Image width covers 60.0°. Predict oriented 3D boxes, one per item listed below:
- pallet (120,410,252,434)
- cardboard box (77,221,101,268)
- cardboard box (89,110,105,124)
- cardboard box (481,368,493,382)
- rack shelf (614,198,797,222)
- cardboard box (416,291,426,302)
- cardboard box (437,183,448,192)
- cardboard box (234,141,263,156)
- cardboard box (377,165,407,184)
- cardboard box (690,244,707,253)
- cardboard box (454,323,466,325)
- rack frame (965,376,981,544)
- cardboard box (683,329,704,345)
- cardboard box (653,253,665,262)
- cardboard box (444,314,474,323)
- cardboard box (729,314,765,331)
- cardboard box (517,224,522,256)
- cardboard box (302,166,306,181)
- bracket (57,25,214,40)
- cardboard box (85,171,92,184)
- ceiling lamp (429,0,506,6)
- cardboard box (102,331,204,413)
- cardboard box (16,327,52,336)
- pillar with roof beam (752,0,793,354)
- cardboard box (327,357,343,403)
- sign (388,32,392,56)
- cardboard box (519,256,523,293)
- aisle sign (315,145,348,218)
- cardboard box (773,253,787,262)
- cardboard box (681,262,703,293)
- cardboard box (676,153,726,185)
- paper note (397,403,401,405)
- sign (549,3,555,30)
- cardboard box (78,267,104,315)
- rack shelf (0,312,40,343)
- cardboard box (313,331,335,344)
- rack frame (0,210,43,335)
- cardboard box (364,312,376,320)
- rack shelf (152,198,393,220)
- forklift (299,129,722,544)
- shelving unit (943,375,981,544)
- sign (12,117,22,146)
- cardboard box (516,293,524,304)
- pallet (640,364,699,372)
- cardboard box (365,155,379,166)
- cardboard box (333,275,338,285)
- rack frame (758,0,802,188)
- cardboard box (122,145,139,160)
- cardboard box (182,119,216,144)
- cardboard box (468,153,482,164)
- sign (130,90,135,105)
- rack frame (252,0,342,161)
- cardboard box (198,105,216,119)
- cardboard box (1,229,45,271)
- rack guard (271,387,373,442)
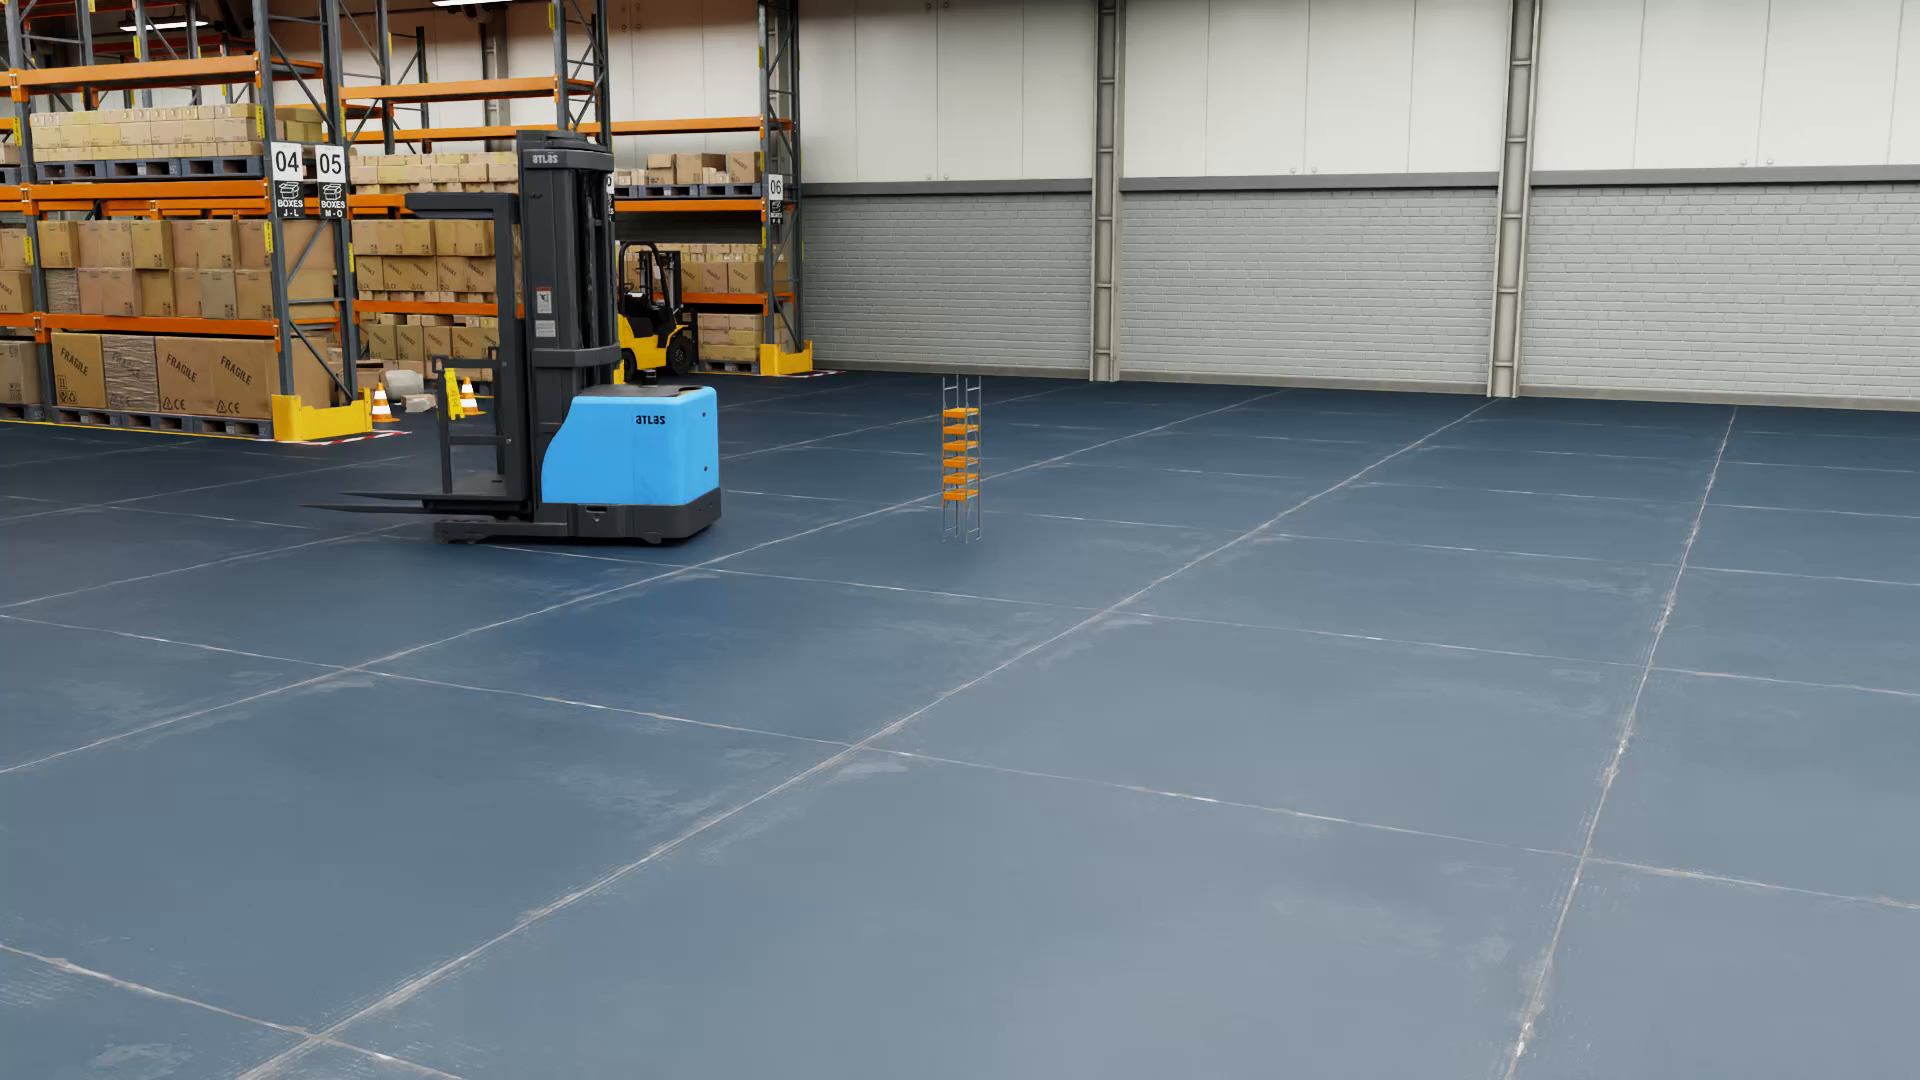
[{"bbox_3d":[-9.024,-1.431,19.546,1.213,0.211,1.003,5,11,26],"label":"pallet"},{"bbox_3d":[-9.910,-3.518,19.790,0.550,0.550,0.875,5,11,26],"label":"cardboard box"},{"bbox_3d":[-9.679,-4.809,18.965,0.250,0.149,0.380,5,11,26],"label":"cardboard box"},{"bbox_3d":[-6.388,-2.372,23.453,0.500,0.250,0.500,5,11,26],"label":"cardboard box"},{"bbox_3d":[-4.684,-5.528,27.948,4.000,0.370,1.077,5,11,26],"label":"rack shelf"},{"bbox_3d":[-7.569,-3.502,23.862,0.250,0.149,0.380,5,11,26],"label":"cardboard box"},{"bbox_3d":[-7.114,-4.937,23.370,0.250,0.149,0.380,5,11,26],"label":"cardboard box"},{"bbox_3d":[-7.631,-4.237,18.041,0.250,0.149,0.380,5,11,26],"label":"cardboard box"},{"bbox_3d":[-7.930,-5.201,23.710,0.500,0.250,0.500,5,11,25],"label":"cardboard box"},{"bbox_3d":[-4.259,-4.823,27.516,0.250,0.149,0.380,5,12,27],"label":"cardboard box"},{"bbox_3d":[-7.106,-2.909,24.319,0.500,0.500,0.500,6,12,29],"label":"cardboard box"},{"bbox_3d":[0.095,-0.582,12.077,0.006,1.200,0.240,5,11,26],"label":"rack frame"},{"bbox_3d":[-4.382,-3.415,27.813,0.500,0.250,0.500,5,11,25],"label":"cardboard box"},{"bbox_3d":[-4.930,-4.740,27.893,0.250,0.149,0.380,5,11,25],"label":"cardboard box"},{"bbox_3d":[-8.922,-3.815,30.376,0.625,0.625,0.875,5,12,28],"label":"cardboard box"},{"bbox_3d":[-3.441,-3.580,27.324,0.500,0.250,0.500,5,12,28],"label":"cardboard box"},{"bbox_3d":[-5.638,-4.148,22.804,0.500,0.500,0.700,5,11,24],"label":"cardboard box"},{"bbox_3d":[-9.710,-5.443,24.700,0.500,0.250,0.500,5,11,27],"label":"cardboard box"},{"bbox_3d":[-16.717,-10.295,33.738,4.783,0.066,0.076,5,11,26],"label":"bracket"},{"bbox_3d":[-13.647,-5.755,26.380,0.258,0.266,0.396,5,11,24],"label":"cardboard box"},{"bbox_3d":[-7.326,-10.026,25.968,2.000,3.185,0.800,5,11,26],"label":"ceiling lamp"},{"bbox_3d":[-9.427,-2.002,19.655,0.875,0.875,0.875,5,11,26],"label":"cardboard box"},{"bbox_3d":[-15.253,-3.526,28.075,0.875,0.875,0.875,5,12,28],"label":"cardboard box"},{"bbox_3d":[-5.021,-6.711,24.045,0.548,9.000,9.100,5,11,26],"label":"pillar with roof beam"},{"bbox_3d":[-8.621,-2.100,22.039,0.503,0.637,0.797,5,11,26],"label":"cardboard box"},{"bbox_3d":[-8.414,-7.306,24.486,0.005,0.325,0.100,5,11,26],"label":"sign"},{"bbox_3d":[-5.692,-3.649,22.856,0.500,0.500,0.500,5,11,25],"label":"cardboard box"},{"bbox_3d":[-6.986,-3.978,18.488,0.004,0.787,0.394,5,11,26],"label":"aisle sign"},{"bbox_3d":[-3.080,-4.685,27.590,0.250,0.149,0.380,5,11,24],"label":"cardboard box"},{"bbox_3d":[-4.369,-4.377,27.711,0.500,0.500,0.500,5,11,25],"label":"cardboard box"},{"bbox_3d":[-4.269,-6.122,27.470,0.500,0.500,0.700,5,11,26],"label":"cardboard box"},{"bbox_3d":[-7.507,-1.836,22.321,0.148,0.019,0.142,-10,14,-43],"label":"paper note"},{"bbox_3d":[-5.347,-6.858,21.786,0.005,0.325,0.100,5,11,26],"label":"sign"},{"bbox_3d":[-9.931,-2.979,19.845,0.550,0.550,0.875,5,11,26],"label":"cardboard box"},{"bbox_3d":[-12.563,-2.775,21.163,4.000,0.370,1.077,5,11,26],"label":"rack shelf"},{"bbox_3d":[-11.928,-3.974,31.605,0.500,0.500,0.500,5,11,24],"label":"cardboard box"},{"bbox_3d":[-15.845,-4.401,28.123,0.127,3.000,1.000,5,11,26],"label":"rack frame"},{"bbox_3d":[-10.878,-4.189,30.974,0.250,0.149,0.380,4,11,23],"label":"cardboard box"},{"bbox_3d":[-10.464,-5.050,25.308,4.000,0.370,1.077,5,11,26],"label":"rack shelf"},{"bbox_3d":[-3.394,-1.508,12.330,3.031,2.935,1.130,1,10,7],"label":"forklift"},{"bbox_3d":[0.013,-0.589,12.117,0.189,1.200,0.258,5,11,26],"label":"shelving unit"},{"bbox_3d":[-11.001,-4.770,19.403,0.005,0.325,0.100,5,11,26],"label":"sign"},{"bbox_3d":[-6.010,-3.353,23.038,0.250,0.149,0.380,5,11,25],"label":"cardboard box"},{"bbox_3d":[-4.685,-3.026,28.357,1.213,0.211,1.003,5,11,26],"label":"pallet"},{"bbox_3d":[-8.286,-5.422,23.811,0.250,0.149,0.380,5,12,28],"label":"cardboard box"},{"bbox_3d":[-9.254,-3.850,24.605,0.250,0.149,0.380,5,11,27],"label":"cardboard box"},{"bbox_3d":[-2.890,-7.200,26.746,0.127,3.000,1.000,5,11,26],"label":"rack frame"},{"bbox_3d":[-9.230,-4.377,18.816,0.250,0.149,0.380,5,11,27],"label":"cardboard box"},{"bbox_3d":[-8.194,-4.495,18.345,0.500,0.250,0.500,5,11,26],"label":"cardboard box"},{"bbox_3d":[-6.612,-5.296,23.116,0.250,0.149,0.380,5,11,24],"label":"cardboard box"},{"bbox_3d":[-16.975,-9.086,34.096,0.005,0.325,0.100,5,11,26],"label":"sign"},{"bbox_3d":[-7.183,-5.609,17.952,0.127,3.000,1.000,5,11,26],"label":"rack frame"},{"bbox_3d":[-8.088,-4.670,18.193,0.250,0.149,0.380,5,12,27],"label":"cardboard box"},{"bbox_3d":[-11.218,-3.551,20.341,0.500,0.500,0.700,5,11,25],"label":"cardboard box"},{"bbox_3d":[-7.161,-1.425,18.698,0.348,0.500,1.175,5,11,26],"label":"rack guard"}]
